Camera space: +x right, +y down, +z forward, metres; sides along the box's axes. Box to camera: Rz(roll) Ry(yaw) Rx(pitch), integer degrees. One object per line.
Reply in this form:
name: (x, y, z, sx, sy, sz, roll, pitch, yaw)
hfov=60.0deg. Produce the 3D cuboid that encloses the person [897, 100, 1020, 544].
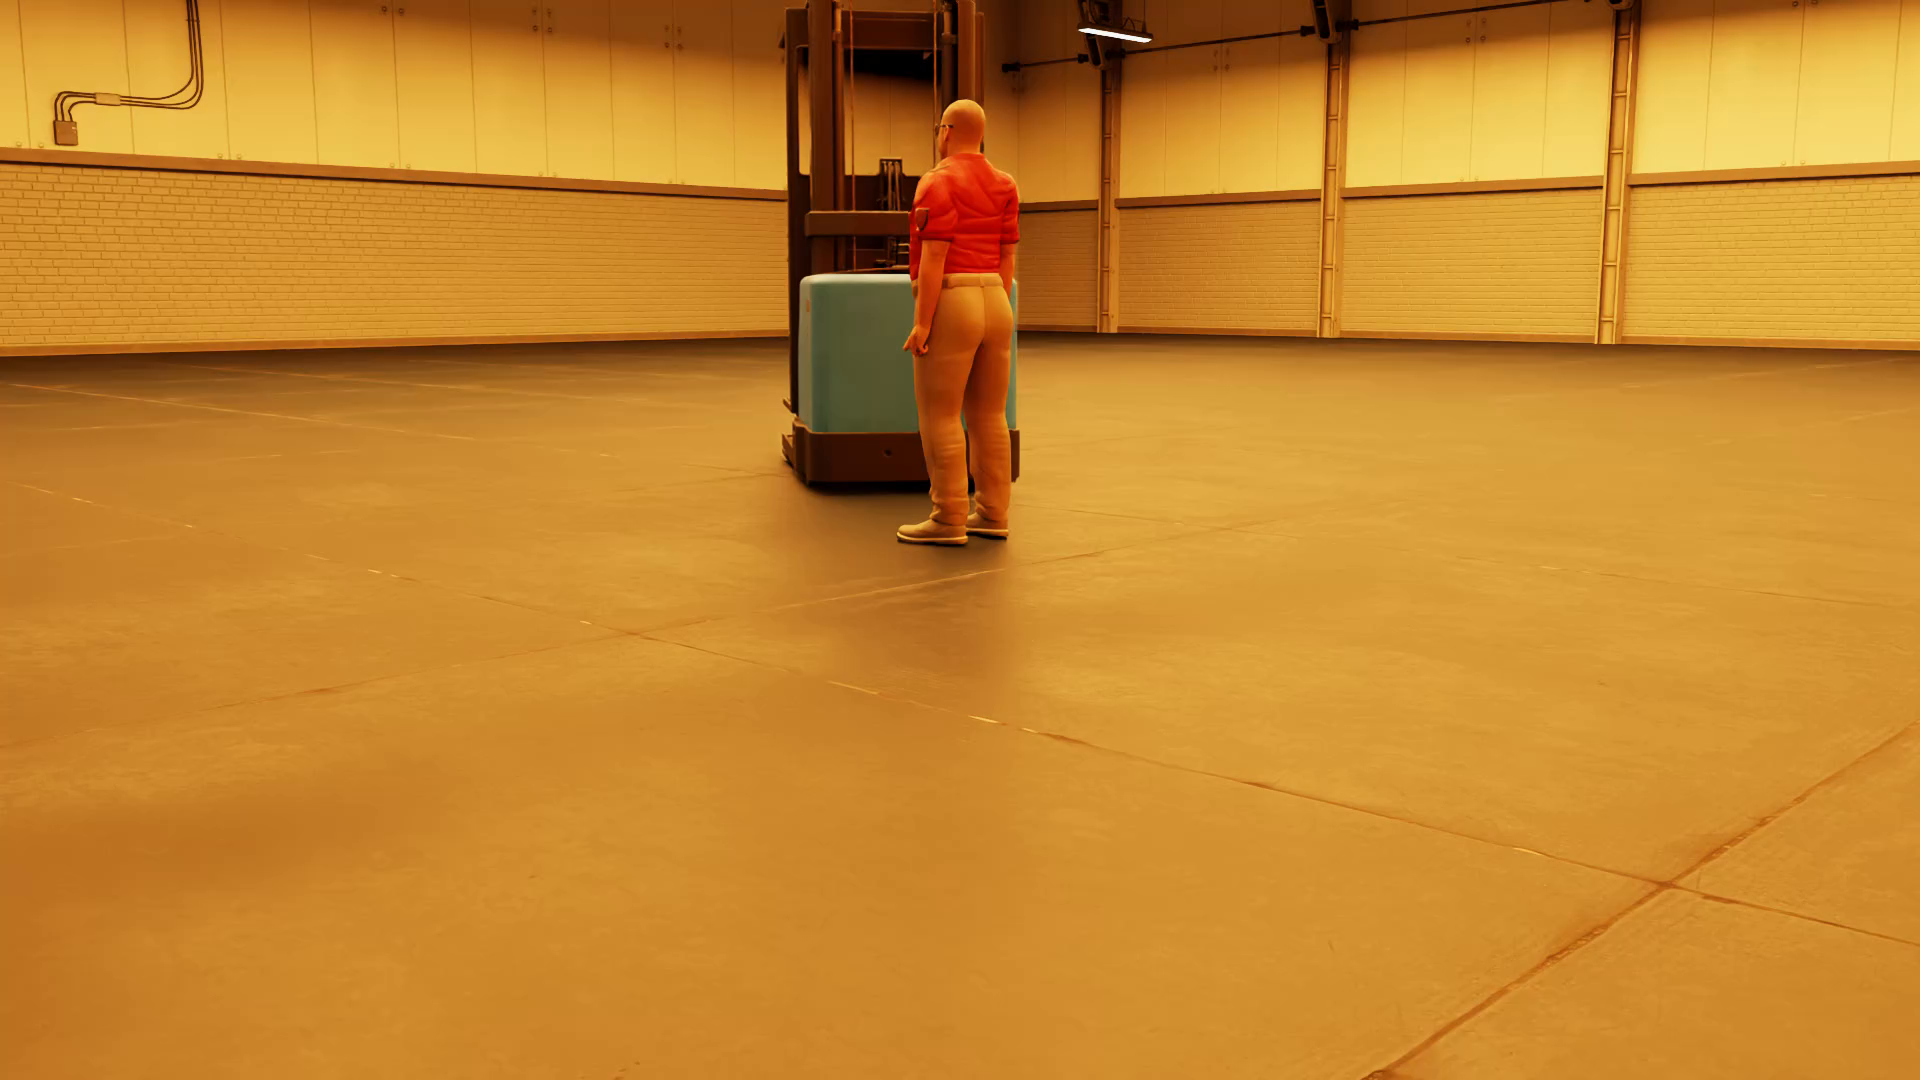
person: (-0.015, -0.853, 6.596, 0.385, 1.728, 0.526, 8, 12, 43)

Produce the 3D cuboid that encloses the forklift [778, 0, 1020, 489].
forklift: (-0.449, -1.891, 9.432, 1.130, 2.935, 3.031, -1, 9, -9)
